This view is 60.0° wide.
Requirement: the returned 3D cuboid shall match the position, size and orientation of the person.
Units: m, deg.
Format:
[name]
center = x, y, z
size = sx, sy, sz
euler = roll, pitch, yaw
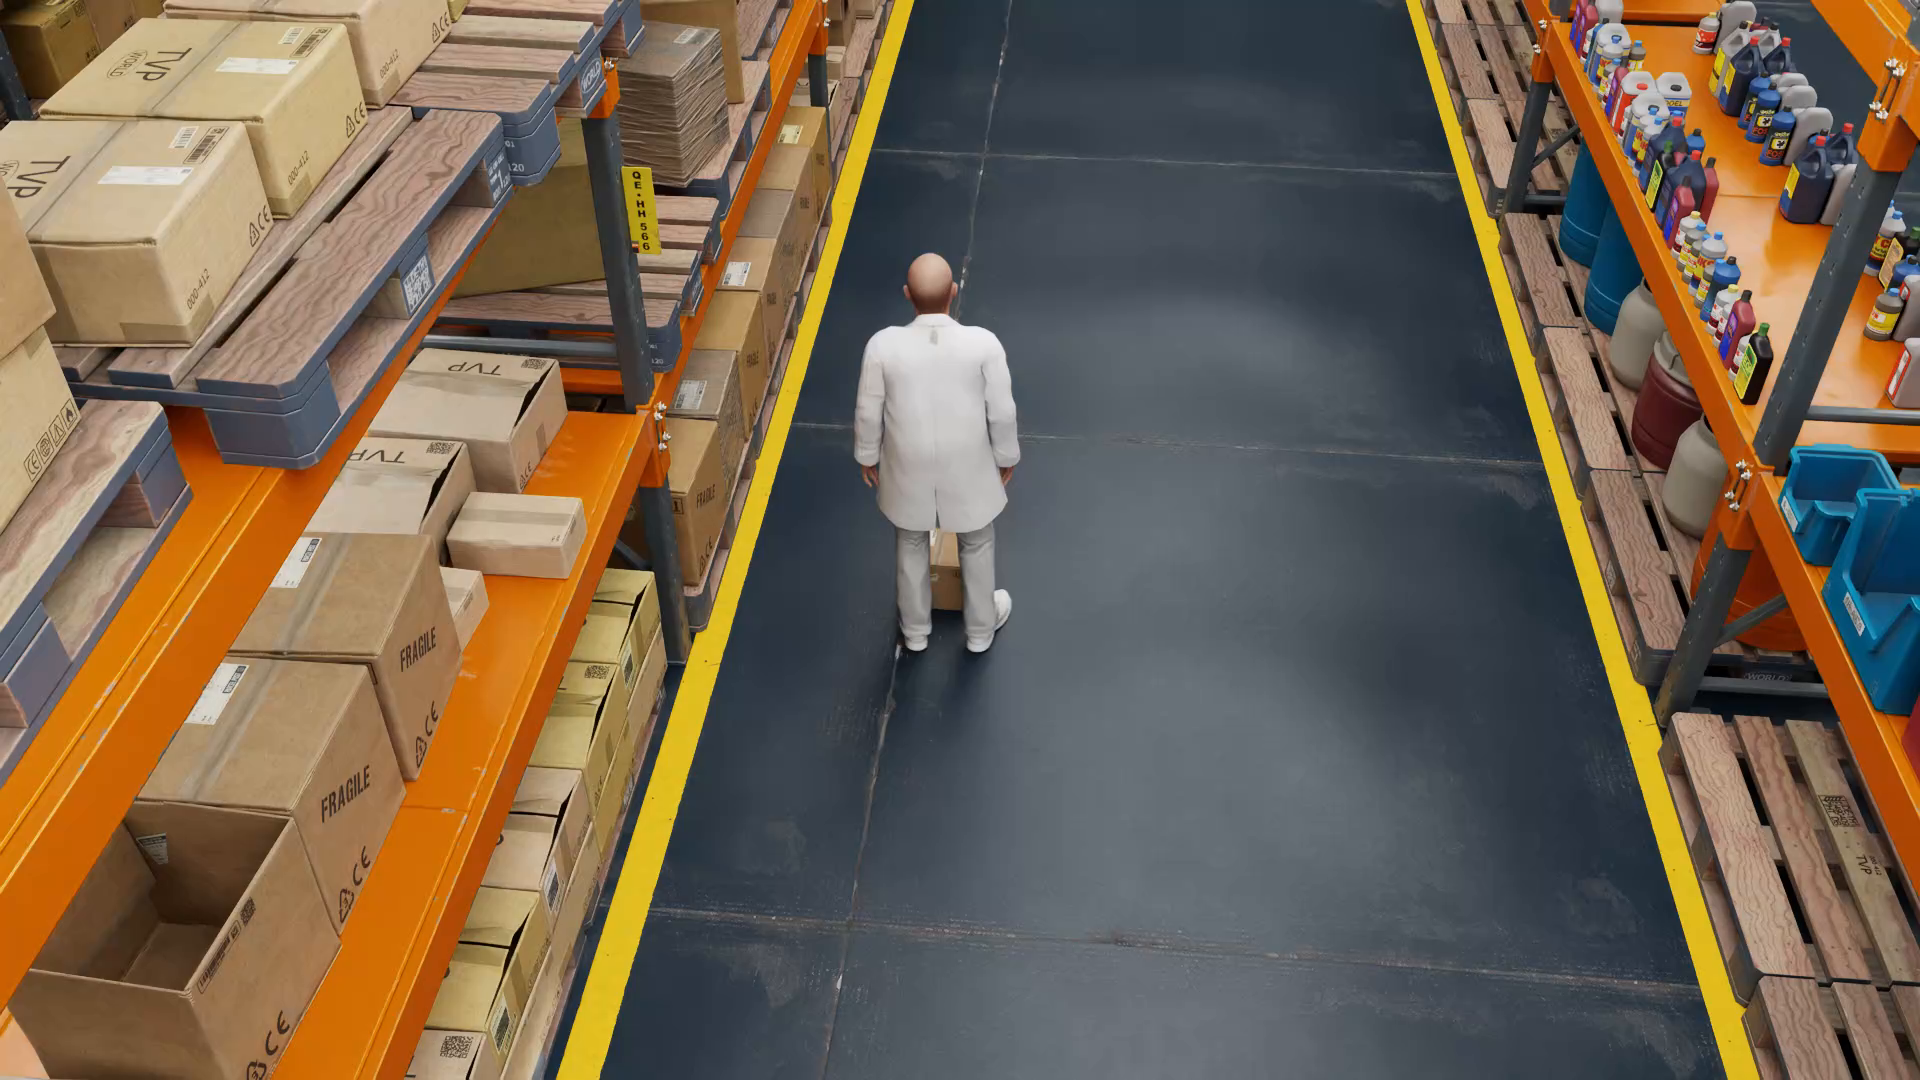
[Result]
[person]
center = -0.091, -0.309, 6.541
size = 0.655, 1.775, 0.423
euler = 2, 40, 2
